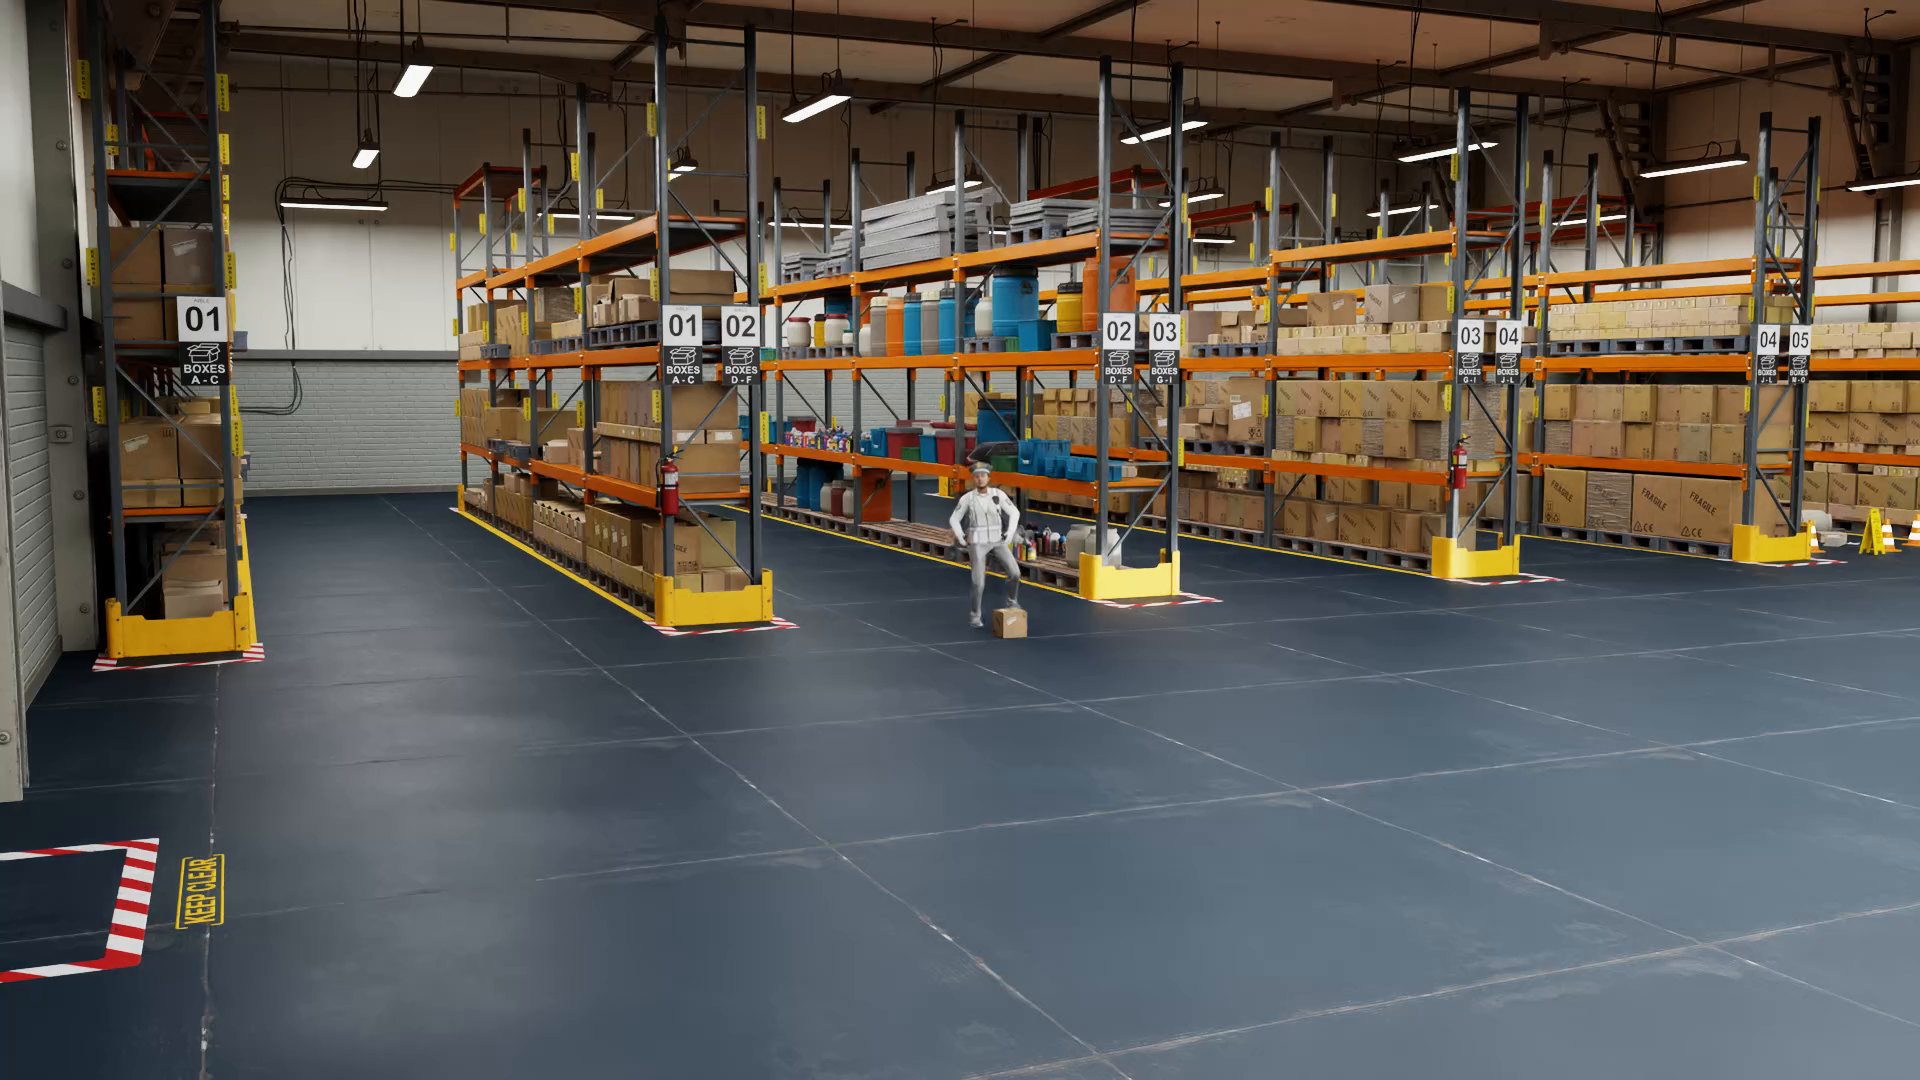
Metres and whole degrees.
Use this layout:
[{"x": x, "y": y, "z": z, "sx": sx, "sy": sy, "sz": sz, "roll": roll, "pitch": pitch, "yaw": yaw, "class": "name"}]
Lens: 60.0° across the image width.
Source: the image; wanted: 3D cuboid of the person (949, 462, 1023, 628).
[{"x": 0.290, "y": 0.053, "z": 16.532, "sx": 0.741, "sy": 1.660, "sz": 0.519, "roll": -1, "pitch": 6, "yaw": -14, "class": "person"}]
